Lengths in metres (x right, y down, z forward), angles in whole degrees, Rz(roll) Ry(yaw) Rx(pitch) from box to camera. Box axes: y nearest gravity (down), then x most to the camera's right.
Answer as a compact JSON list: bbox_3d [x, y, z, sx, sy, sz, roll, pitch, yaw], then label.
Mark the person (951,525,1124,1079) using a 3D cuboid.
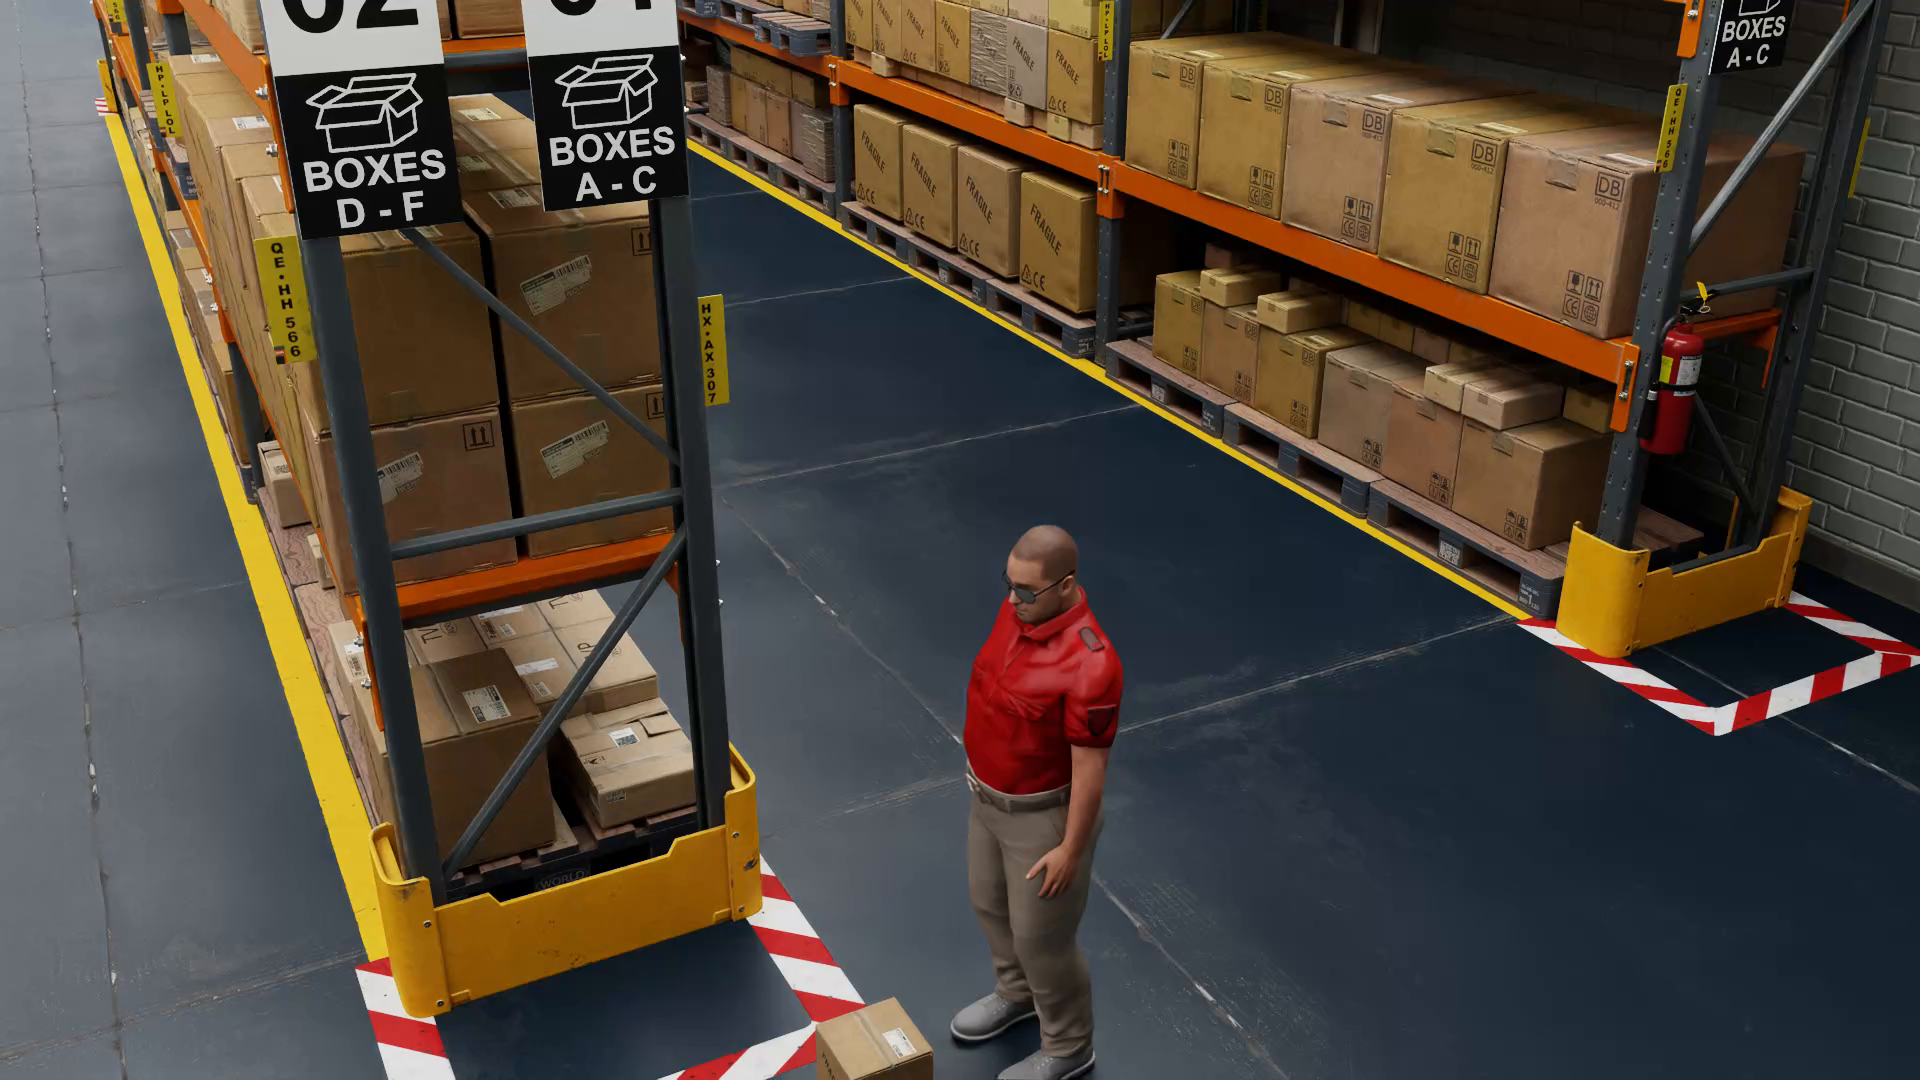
[{"bbox_3d":[0.202,0.748,4.566,0.352,1.721,0.529,-12,28,-24],"label":"person"}]
